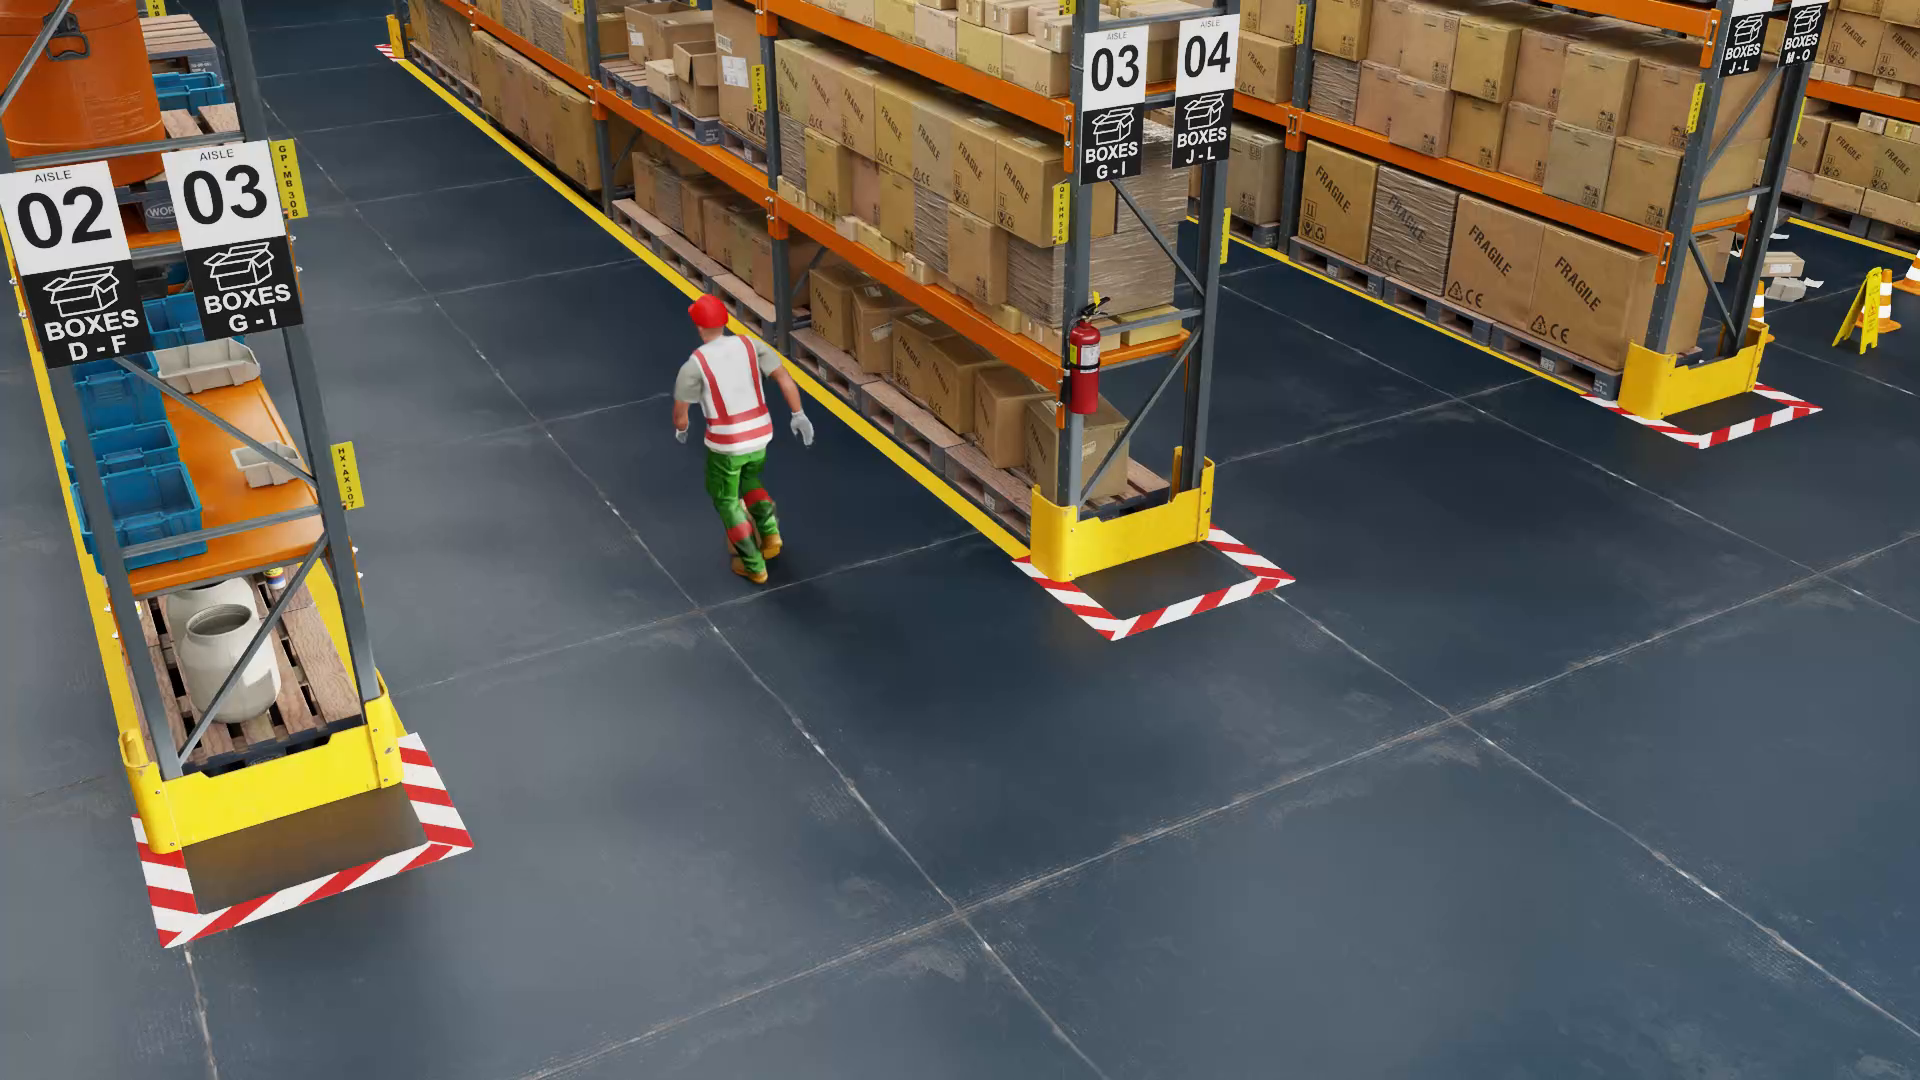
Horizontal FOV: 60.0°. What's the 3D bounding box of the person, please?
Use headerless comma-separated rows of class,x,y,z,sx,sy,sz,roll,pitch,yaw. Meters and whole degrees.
person,-1.311,-0.611,9.739,0.746,1.701,0.606,-20,34,-32
